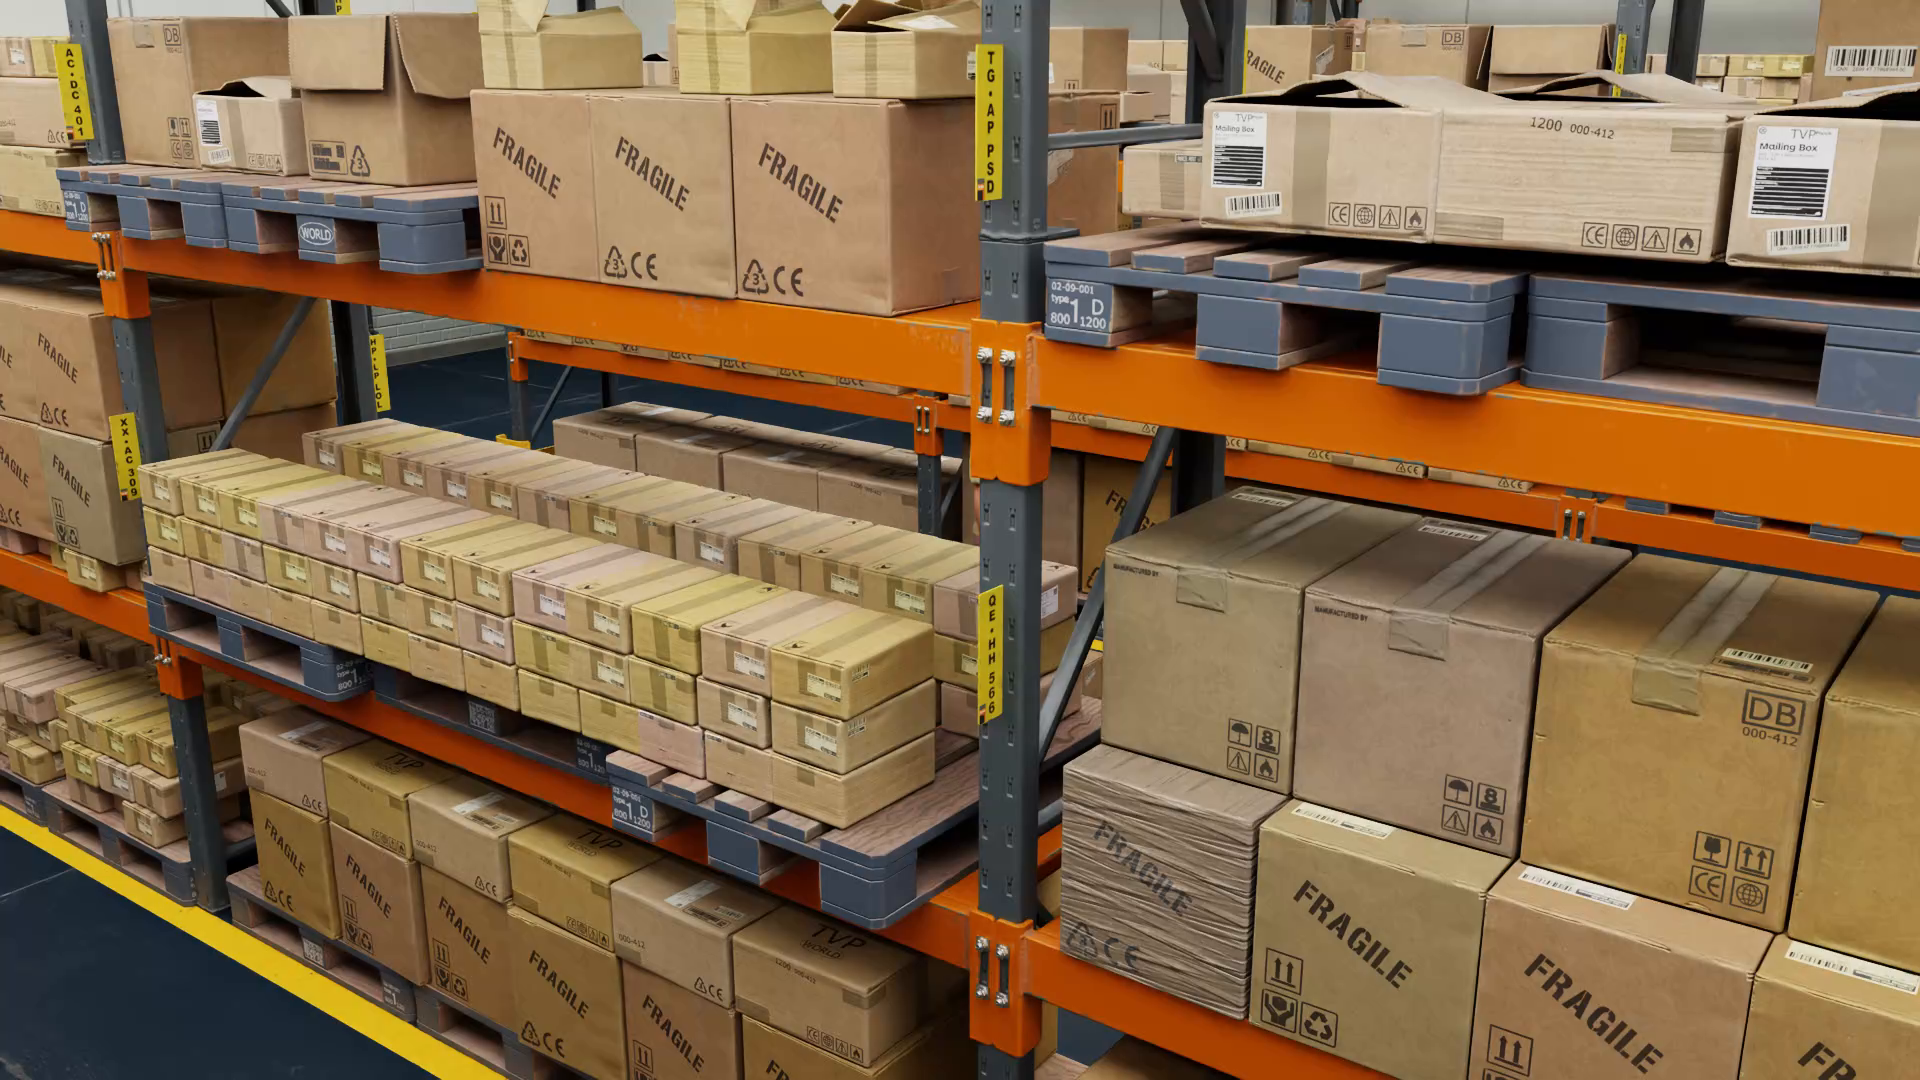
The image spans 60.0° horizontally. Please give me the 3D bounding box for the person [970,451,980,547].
[{"bbox_3d":[0.236,-0.021,9.129,0.365,1.670,0.447,12,21,36],"label":"person"}]
